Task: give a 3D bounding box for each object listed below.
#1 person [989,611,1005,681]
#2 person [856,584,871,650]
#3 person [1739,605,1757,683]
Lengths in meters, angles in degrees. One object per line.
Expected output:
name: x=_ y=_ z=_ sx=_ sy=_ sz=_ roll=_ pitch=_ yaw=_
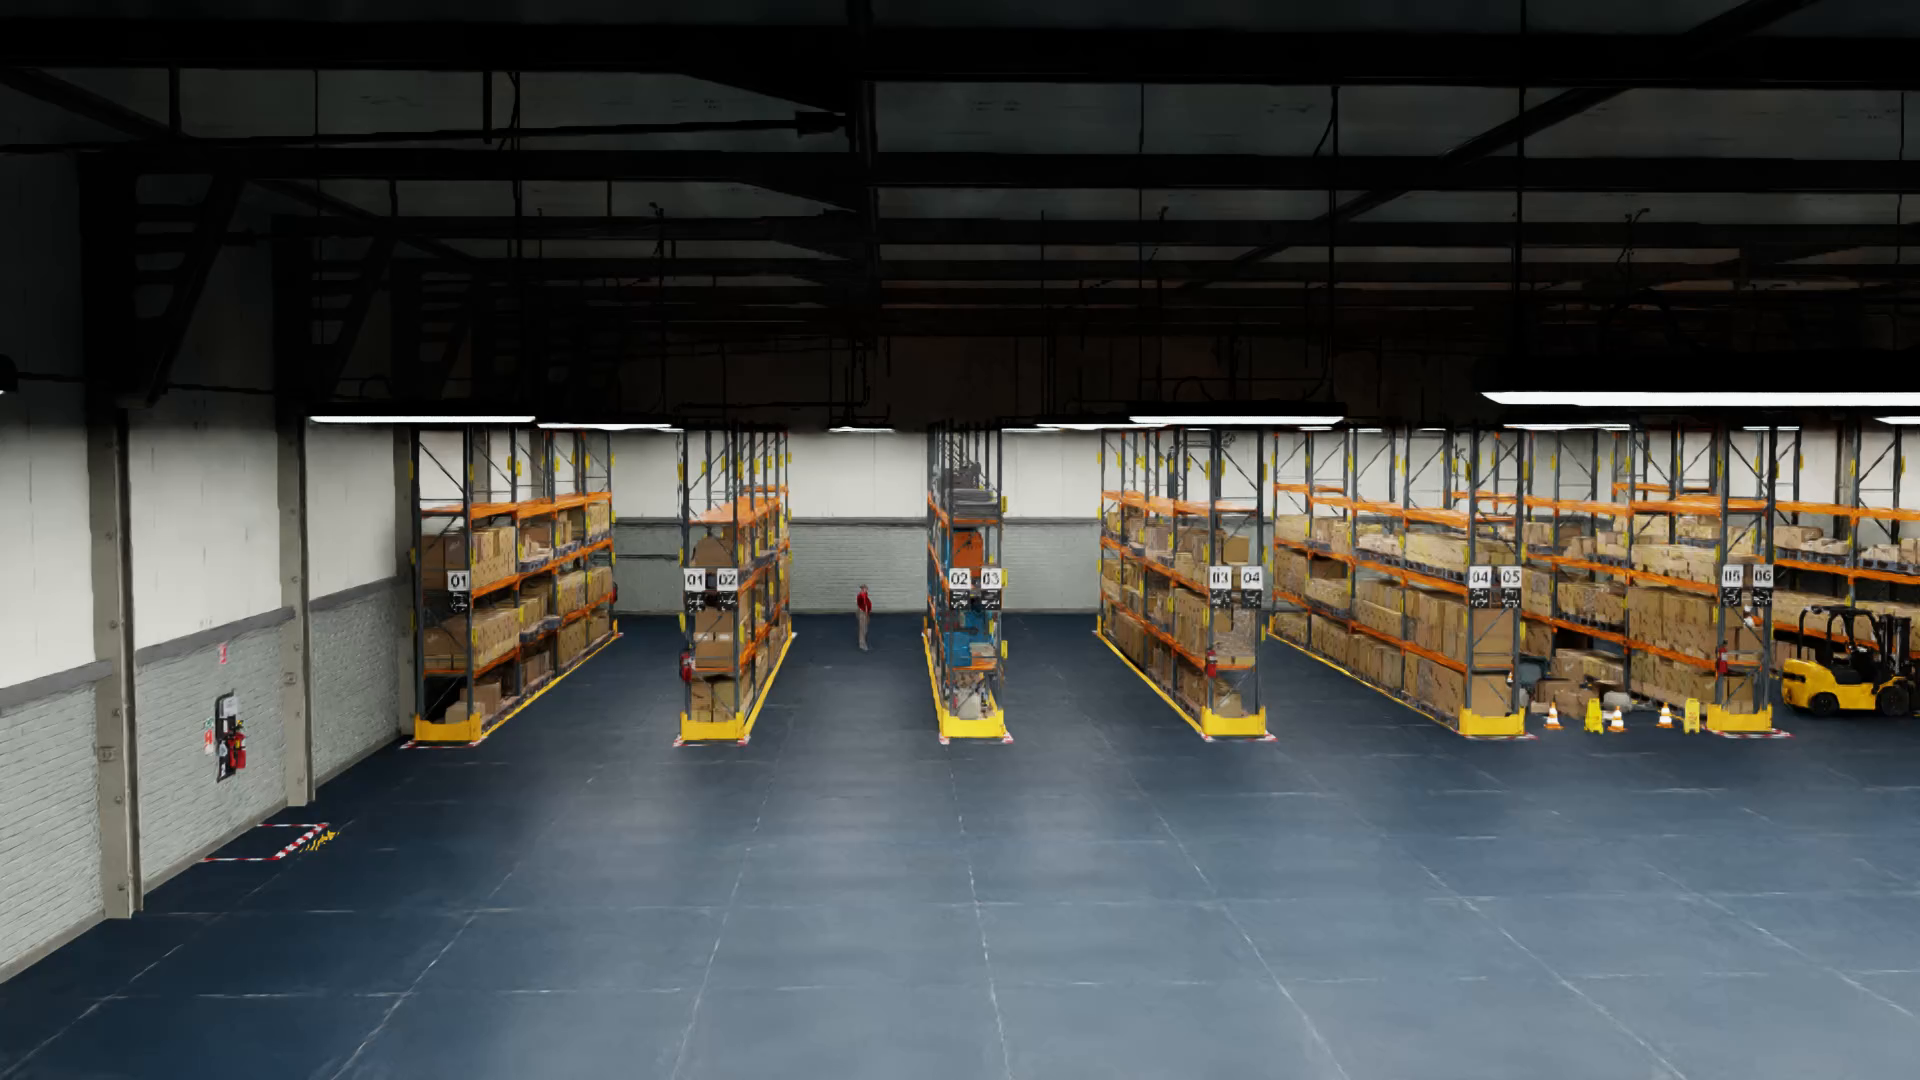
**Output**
person: x=0.784 y=2.451 z=38.540 sx=0.372 sy=1.597 sz=0.573 roll=1 pitch=4 yaw=21
person: x=-2.518 y=2.020 z=44.085 sx=0.479 sy=1.732 sz=0.620 roll=-2 pitch=4 yaw=-25
person: x=18.044 y=2.376 z=38.273 sx=0.591 sy=1.763 sz=0.685 roll=2 pitch=4 yaw=23
